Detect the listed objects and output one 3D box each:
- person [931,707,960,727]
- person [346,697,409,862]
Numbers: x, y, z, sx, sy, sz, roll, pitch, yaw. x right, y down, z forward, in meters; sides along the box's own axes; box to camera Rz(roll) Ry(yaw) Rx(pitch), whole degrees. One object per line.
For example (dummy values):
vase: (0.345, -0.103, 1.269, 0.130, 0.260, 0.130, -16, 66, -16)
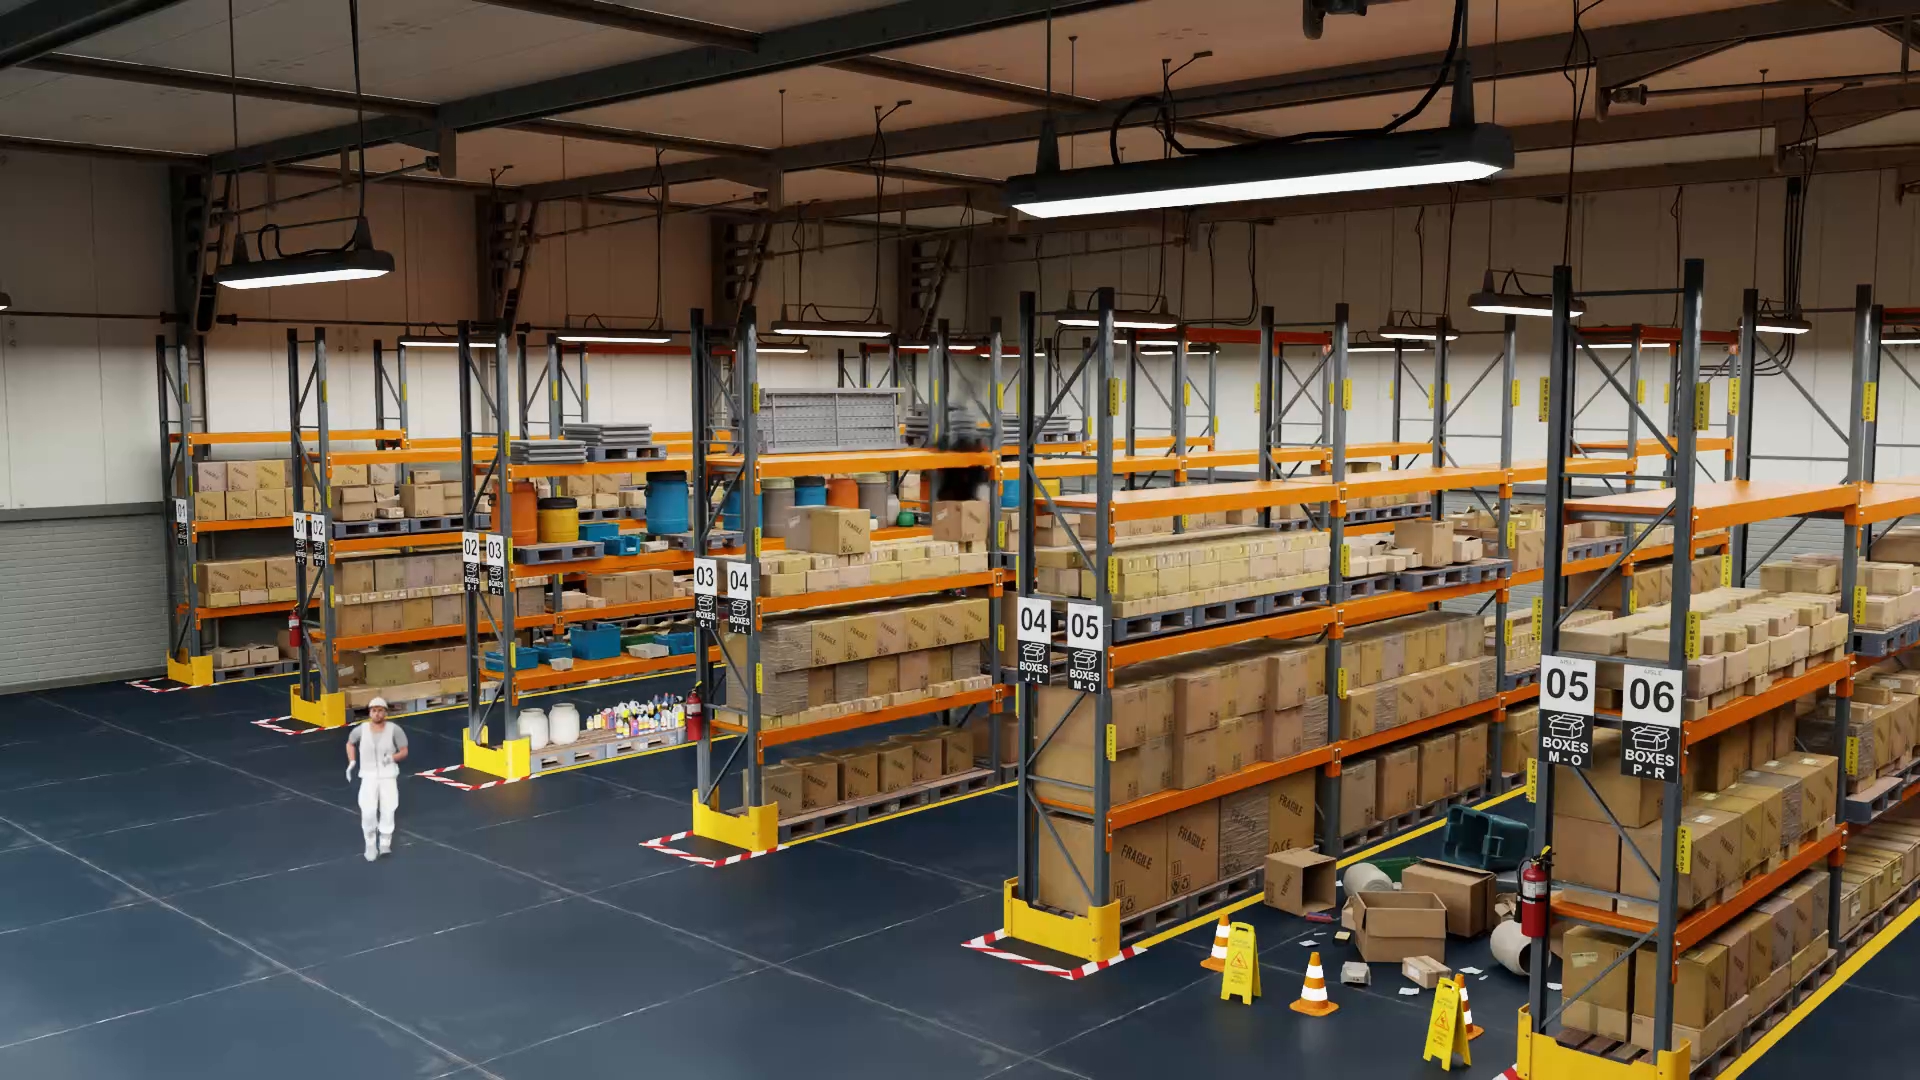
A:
person: (-0.146, 2.102, 23.612, 0.532, 1.666, 0.667, -5, 7, -44)
person: (-6.287, 2.588, 17.962, 0.648, 1.772, 0.688, -2, 6, -19)
